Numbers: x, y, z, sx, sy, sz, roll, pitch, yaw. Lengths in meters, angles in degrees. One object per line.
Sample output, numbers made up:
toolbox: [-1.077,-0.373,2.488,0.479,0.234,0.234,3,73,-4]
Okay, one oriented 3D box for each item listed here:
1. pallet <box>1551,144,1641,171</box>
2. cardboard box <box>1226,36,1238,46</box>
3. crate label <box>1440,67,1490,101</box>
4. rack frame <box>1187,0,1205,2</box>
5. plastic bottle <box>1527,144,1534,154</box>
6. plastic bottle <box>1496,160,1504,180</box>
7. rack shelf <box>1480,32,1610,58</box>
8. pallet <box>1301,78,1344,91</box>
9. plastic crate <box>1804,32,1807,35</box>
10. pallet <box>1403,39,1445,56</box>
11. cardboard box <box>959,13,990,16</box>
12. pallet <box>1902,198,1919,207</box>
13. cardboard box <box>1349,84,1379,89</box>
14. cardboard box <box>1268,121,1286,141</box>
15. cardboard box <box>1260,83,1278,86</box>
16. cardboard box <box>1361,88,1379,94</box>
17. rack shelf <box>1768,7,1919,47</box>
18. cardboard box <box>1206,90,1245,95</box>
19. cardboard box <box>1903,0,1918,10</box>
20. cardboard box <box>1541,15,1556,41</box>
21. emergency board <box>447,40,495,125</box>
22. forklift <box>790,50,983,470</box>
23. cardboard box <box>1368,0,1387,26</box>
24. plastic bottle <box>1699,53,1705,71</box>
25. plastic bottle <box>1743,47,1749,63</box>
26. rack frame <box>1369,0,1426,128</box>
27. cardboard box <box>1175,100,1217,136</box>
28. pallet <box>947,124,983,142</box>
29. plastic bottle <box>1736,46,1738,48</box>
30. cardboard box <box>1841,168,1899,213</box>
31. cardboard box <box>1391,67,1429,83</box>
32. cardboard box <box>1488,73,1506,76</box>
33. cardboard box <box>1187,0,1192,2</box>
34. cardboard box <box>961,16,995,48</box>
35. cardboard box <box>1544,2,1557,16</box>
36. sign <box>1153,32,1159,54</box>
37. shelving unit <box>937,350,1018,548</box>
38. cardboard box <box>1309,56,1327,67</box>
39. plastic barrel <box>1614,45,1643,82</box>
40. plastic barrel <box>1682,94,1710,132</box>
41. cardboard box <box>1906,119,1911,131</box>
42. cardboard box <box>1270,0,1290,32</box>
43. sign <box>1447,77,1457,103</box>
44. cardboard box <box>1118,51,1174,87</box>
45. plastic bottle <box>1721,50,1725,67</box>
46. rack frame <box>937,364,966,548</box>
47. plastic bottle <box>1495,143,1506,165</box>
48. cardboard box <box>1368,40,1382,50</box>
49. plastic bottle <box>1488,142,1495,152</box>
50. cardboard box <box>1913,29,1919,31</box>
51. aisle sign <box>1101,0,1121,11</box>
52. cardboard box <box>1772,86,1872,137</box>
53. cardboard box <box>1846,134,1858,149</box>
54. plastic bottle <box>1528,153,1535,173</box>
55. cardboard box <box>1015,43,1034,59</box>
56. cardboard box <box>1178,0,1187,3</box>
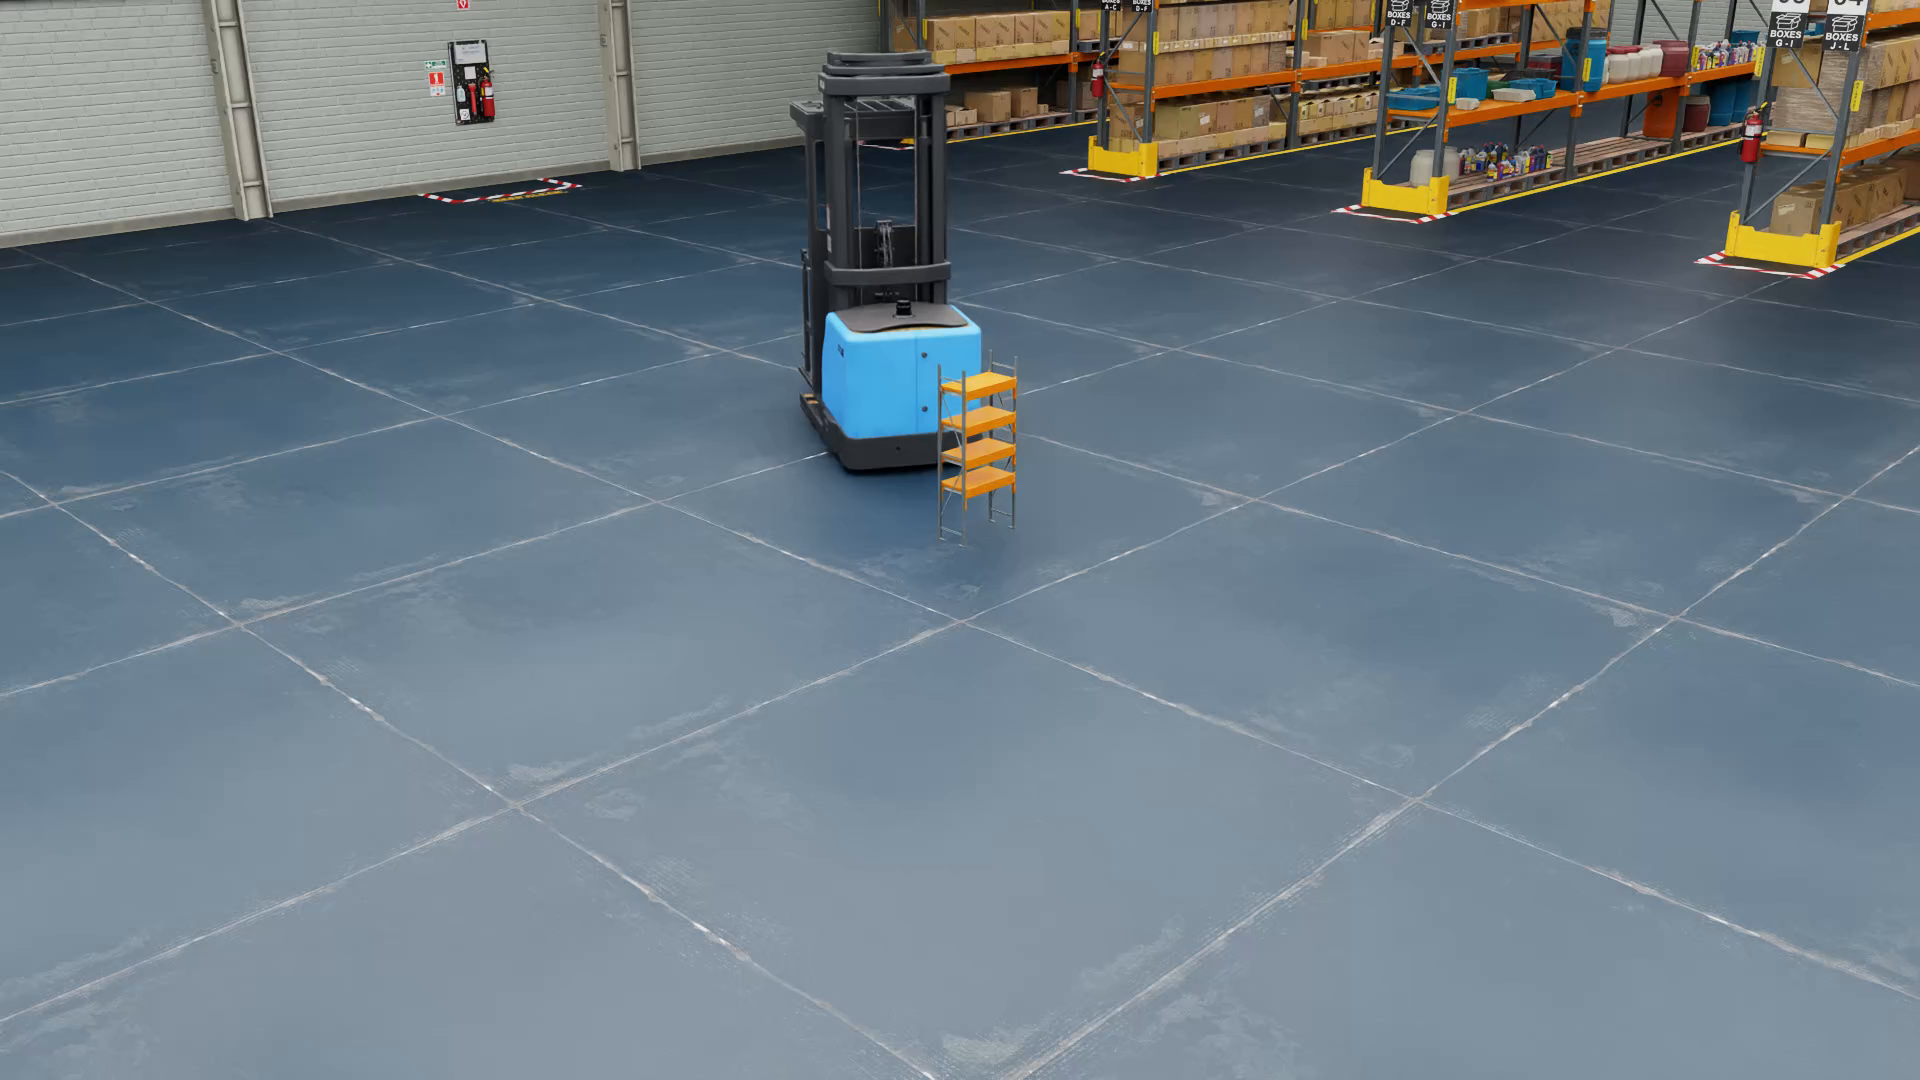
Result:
pallet: [10.269,-6.203,26.918,1.003,0.211,1.213,19,28,41]
cardboard box: [4.245,-8.049,26.792,0.250,0.149,0.380,-19,28,-40]
crate label: [7.197,-6.507,23.773,0.502,0.435,0.616,19,28,41]
rack frame: [4.590,-10.485,34.173,1.000,3.000,0.127,19,28,41]
plastic bottle: [8.552,-5.745,24.919,0.144,0.351,0.185,19,28,41]
plastic bottle: [7.766,-5.328,23.930,0.133,0.283,0.061,-20,28,-41]
rack shelf: [12.327,-10.453,35.092,1.077,0.370,4.000,19,28,41]
pallet: [7.967,-10.388,37.806,1.003,0.211,1.213,19,28,41]
plastic crate: [16.402,-9.862,32.701,0.416,0.233,0.300,19,28,41]
pallet: [8.564,-9.349,31.484,1.213,0.211,1.003,19,28,41]
cardboard box: [0.253,-9.283,30.181,0.500,0.500,0.500,-20,29,-41]
pallet: [12.988,-4.637,22.844,1.003,0.211,1.213,19,28,41]
cardboard box: [7.566,-8.360,31.109,0.500,0.311,0.500,-19,28,-40]
cardboard box: [5.184,-6.957,28.241,0.500,0.250,0.500,19,28,41]
cardboard box: [6.402,-10.277,36.043,0.750,0.750,0.750,-19,28,-40]
cardboard box: [7.595,-8.089,30.405,0.500,0.311,0.500,19,28,40]
rack shelf: [11.051,-6.288,20.075,1.077,0.370,4.000,19,28,41]
cardboard box: [4.460,-7.309,28.113,0.500,0.500,0.500,19,28,41]
cardboard box: [10.881,-6.359,19.467,0.500,0.250,0.500,19,28,40]
cardboard box: [11.838,-10.517,34.115,0.500,0.500,0.500,-20,28,-41]
emergency board: [-7.059,-6.657,24.214,0.194,1.169,0.643,19,28,41]
forklift: [-0.704,-2.379,13.180,1.130,2.935,3.031,-6,22,-14]
cardboard box: [9.323,-12.358,38.628,0.980,0.700,0.700,19,28,40]
plastic bottle: [12.484,-8.055,28.012,0.061,0.283,0.133,19,28,41]
plastic bottle: [13.829,-8.570,29.364,0.152,0.276,0.135,19,28,41]
rack frame: [8.142,-9.246,30.950,1.000,3.000,0.127,19,28,41]
cardboard box: [3.781,-6.795,26.776,0.500,0.500,0.500,19,28,41]
pallet: [-0.346,-7.347,29.894,1.003,0.211,1.213,19,28,41]
plastic bottle: [13.726,-8.595,29.434,0.097,0.271,0.097,0,21,0]
cardboard box: [11.745,-4.525,21.566,0.500,0.500,0.500,-11,23,-25]
cardboard box: [8.662,-8.950,32.004,0.500,0.250,0.500,-19,28,-40]
cardboard box: [10.793,-9.115,33.478,0.500,0.500,0.500,19,28,40]
cardboard box: [4.721,-11.212,34.436,0.500,0.250,0.500,-19,28,-41]
cardboard box: [0.274,-9.021,29.501,0.500,0.500,0.500,18,27,39]
cardboard box: [11.822,-10.971,33.905,0.500,0.500,0.500,18,28,39]
sign: [2.954,-7.491,25.065,0.100,0.325,0.005,19,28,41]
shelving unit: [0.115,-0.603,10.970,0.258,1.200,0.503,19,28,41]
cardboard box: [6.116,-8.278,28.780,0.380,0.149,0.250,19,28,41]
plastic barrel: [10.536,-7.532,26.300,0.433,0.535,0.433,0,21,0]
plastic barrel: [12.805,-7.496,29.173,0.600,0.588,0.708,19,28,41]
cardboard box: [11.600,-5.183,20.728,0.380,0.149,0.250,19,28,41]
cardboard box: [5.046,-8.755,27.723,0.700,0.500,0.500,19,28,41]
sign: [6.498,-5.940,21.961,0.100,0.325,0.005,19,28,41]
cardboard box: [2.896,-7.353,25.886,0.700,0.500,0.500,19,28,41]
plastic bottle: [13.128,-8.296,28.656,0.097,0.271,0.097,0,21,0]
rack frame: [-0.055,-0.540,10.807,0.240,1.200,0.015,19,28,41]
plastic bottle: [8.141,-5.807,25.080,0.144,0.351,0.185,19,28,41]
cardboard box: [7.379,-9.023,30.494,0.500,0.311,0.500,19,28,40]
plastic bottle: [8.037,-5.843,25.174,0.185,0.351,0.144,-19,28,-41]
cardboard box: [12.330,-6.206,21.091,0.500,0.500,0.500,19,28,41]
aisle sign: [2.305,-8.460,25.281,0.394,0.787,0.004,19,28,41]
cardboard box: [10.059,-5.030,19.425,0.875,0.500,0.500,19,28,41]
cardboard box: [10.214,-4.665,19.382,0.380,0.149,0.250,19,28,41]
plastic bottle: [8.437,-5.576,24.573,0.133,0.283,0.061,-18,27,-39]
cardboard box: [0.993,-8.940,30.333,0.500,0.250,0.500,19,28,40]
cardboard box: [4.371,-10.944,33.710,0.380,0.149,0.250,15,26,34]
